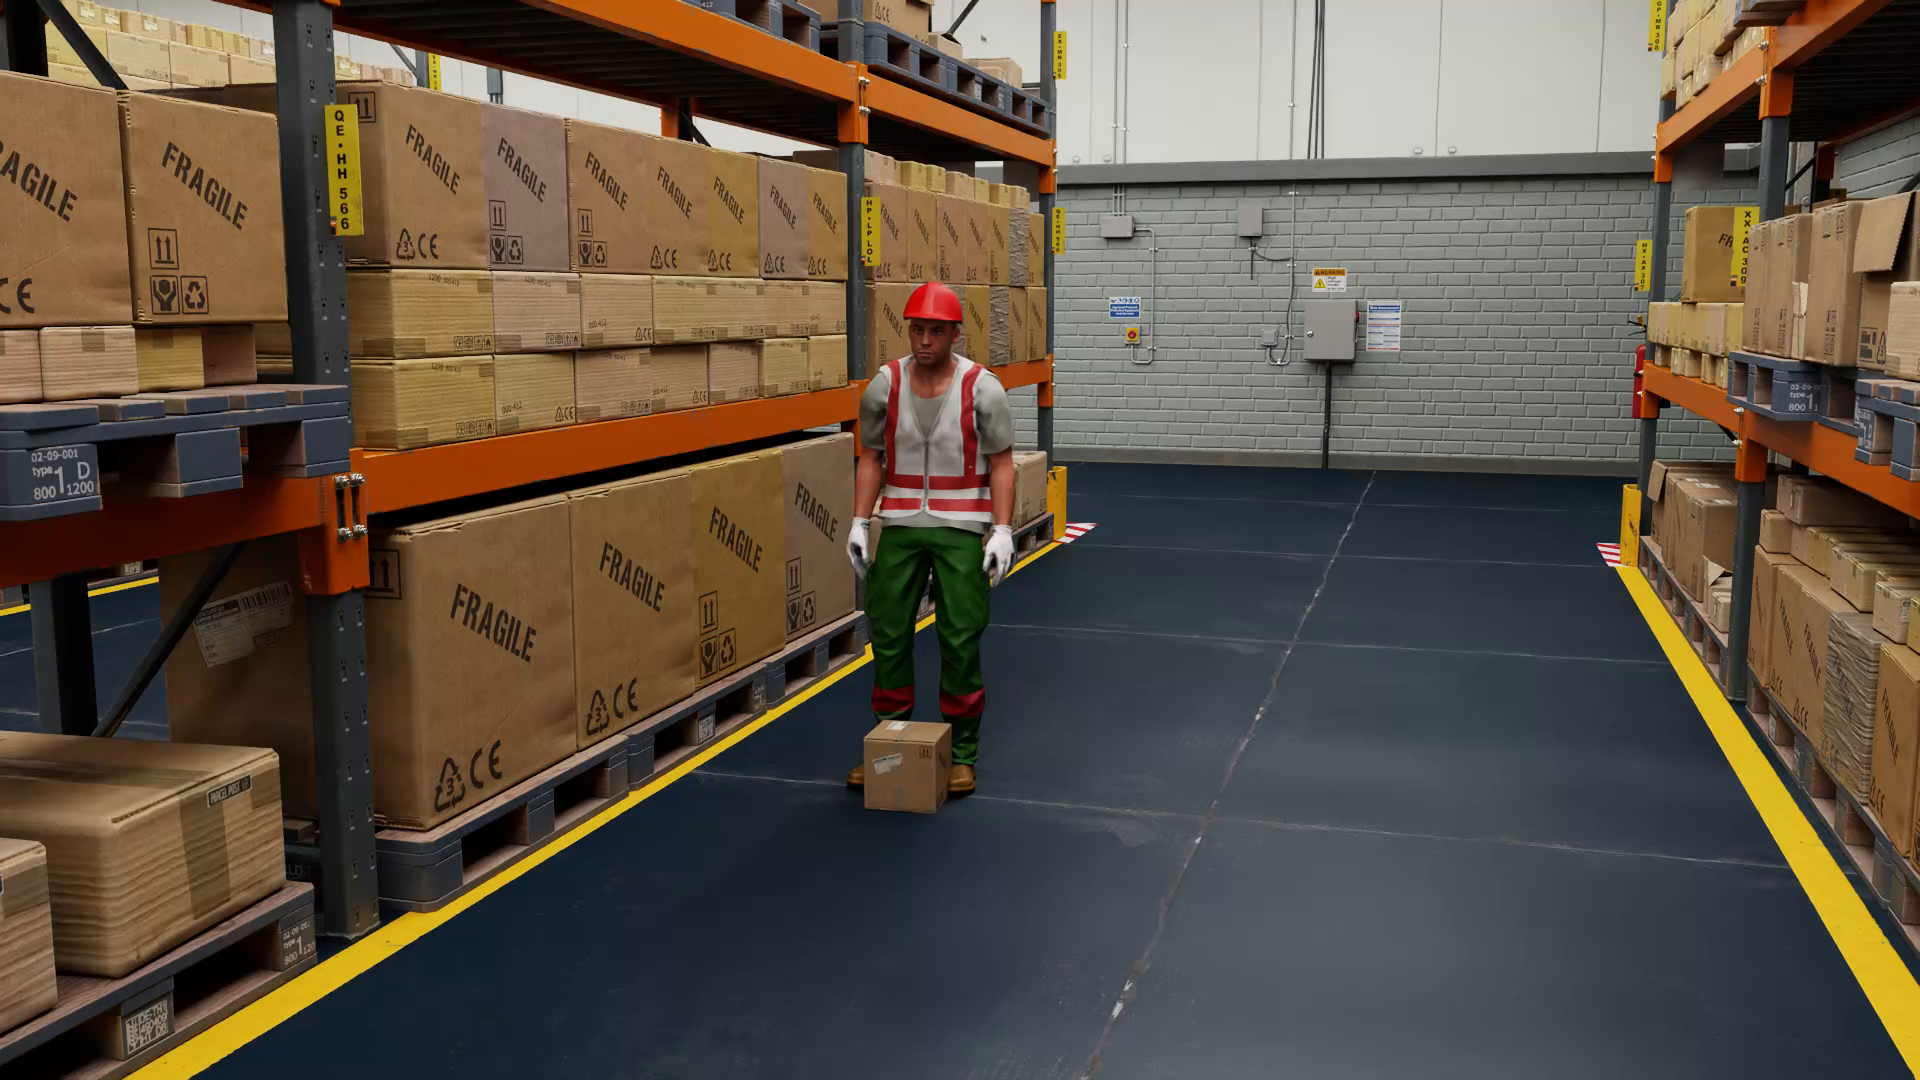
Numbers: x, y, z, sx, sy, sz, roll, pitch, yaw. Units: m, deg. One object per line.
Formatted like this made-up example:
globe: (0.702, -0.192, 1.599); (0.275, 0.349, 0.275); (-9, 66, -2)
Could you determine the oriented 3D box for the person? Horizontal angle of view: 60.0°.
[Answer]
person: (-0.114, -0.007, 5.825); (0.608, 1.779, 0.453); (2, 9, 16)
